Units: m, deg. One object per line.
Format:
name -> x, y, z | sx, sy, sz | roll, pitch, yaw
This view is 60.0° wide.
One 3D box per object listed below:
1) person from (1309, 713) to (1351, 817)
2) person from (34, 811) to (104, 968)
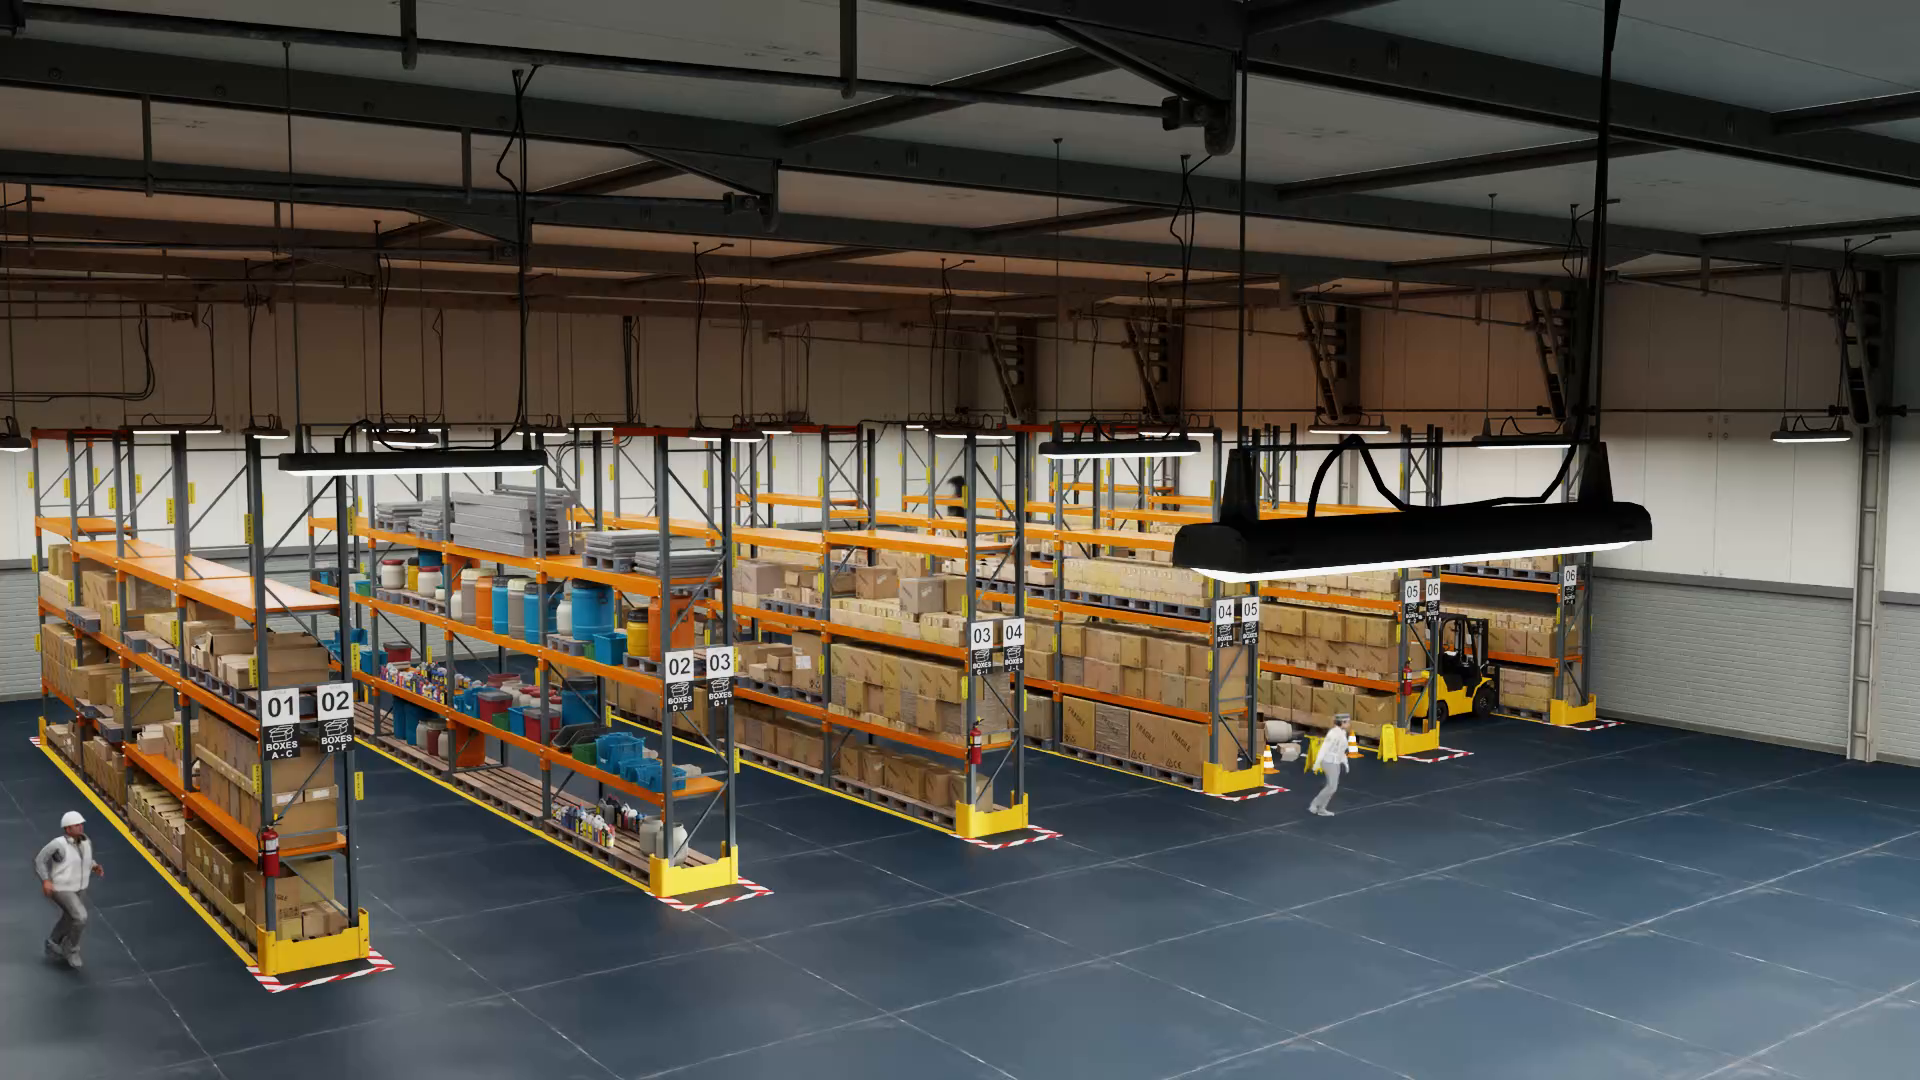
person -> 5.771, 3.496, 25.876 | 0.546, 1.628, 0.633 | 3, 5, 35
person -> -10.162, 3.979, 18.968 | 0.831, 1.789, 0.608 | 1, 5, 16
